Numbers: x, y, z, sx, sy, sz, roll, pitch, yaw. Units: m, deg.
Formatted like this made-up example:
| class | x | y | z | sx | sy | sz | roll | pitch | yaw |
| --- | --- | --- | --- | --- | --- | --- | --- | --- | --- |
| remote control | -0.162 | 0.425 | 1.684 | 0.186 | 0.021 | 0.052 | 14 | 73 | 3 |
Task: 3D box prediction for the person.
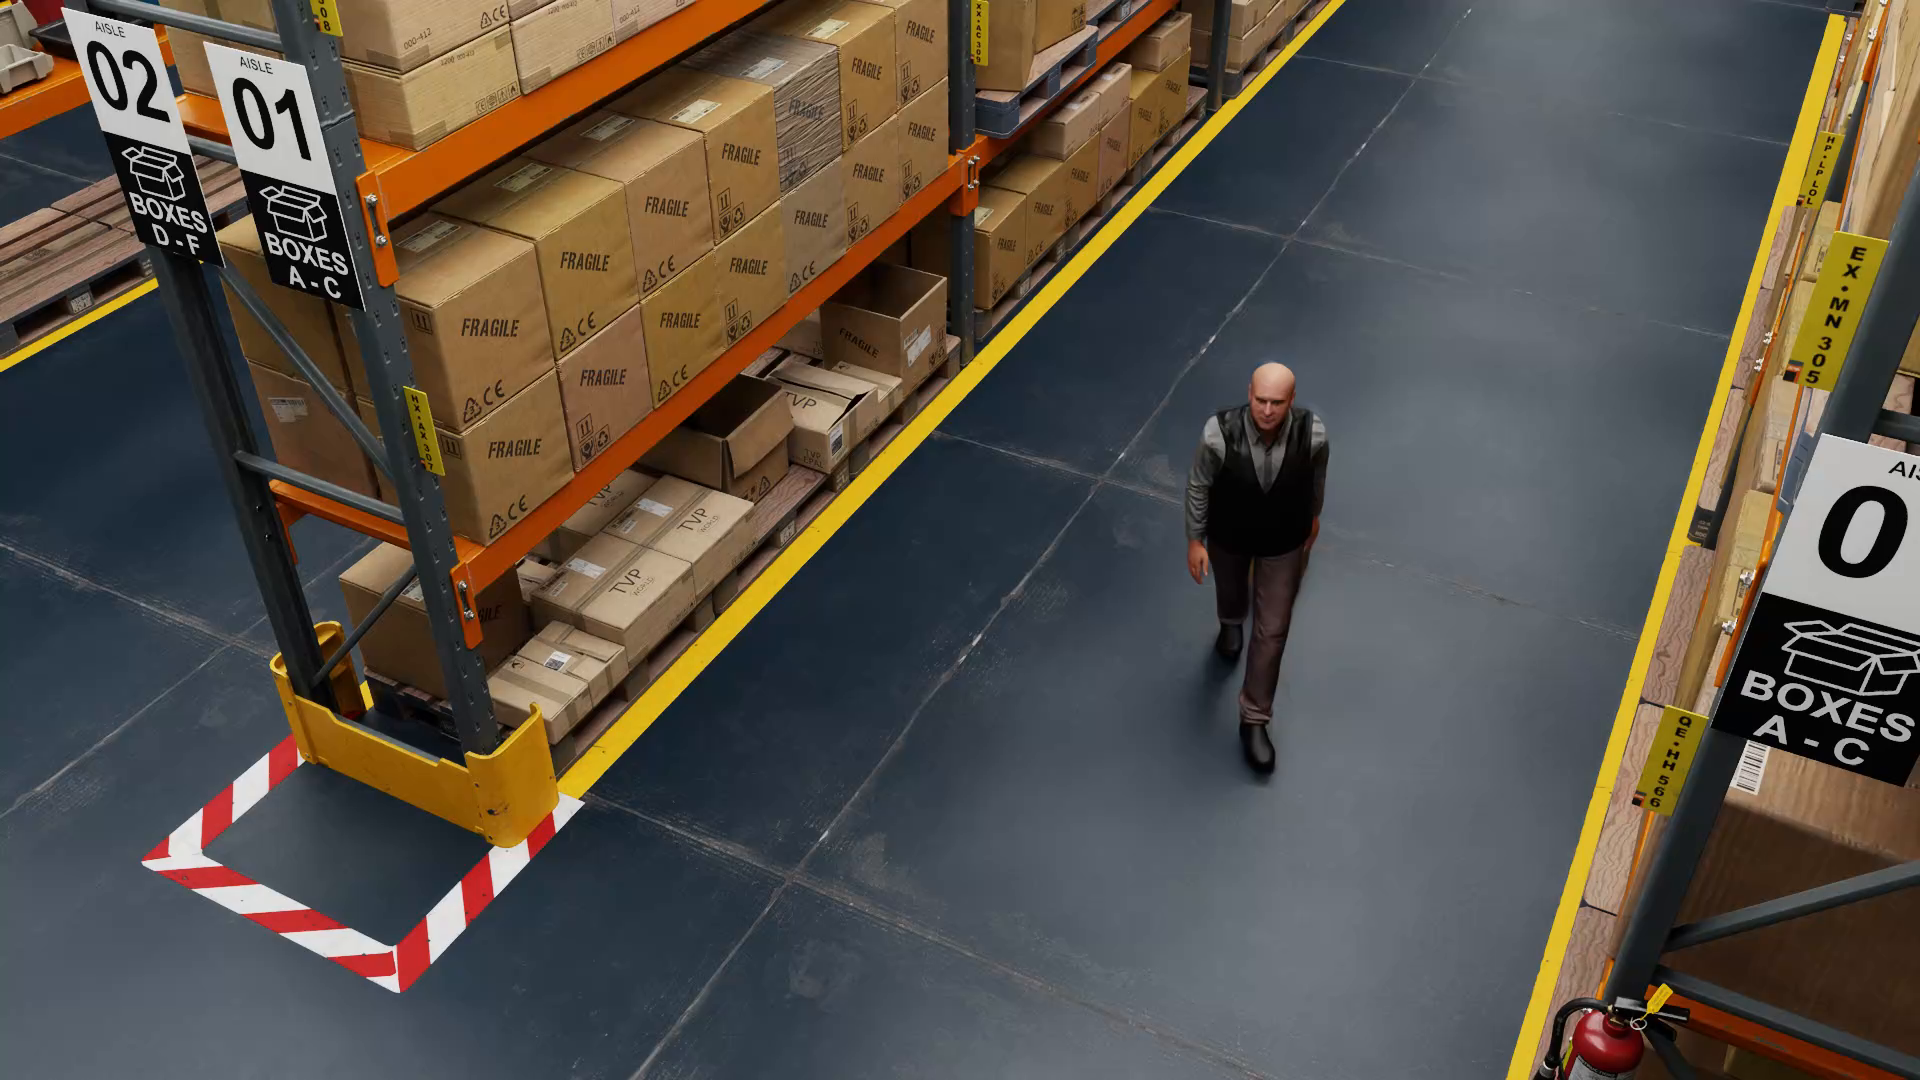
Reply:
| class | x | y | z | sx | sy | sz | roll | pitch | yaw |
| --- | --- | --- | --- | --- | --- | --- | --- | --- | --- |
| person | 1.179 | -0.005 | 6.762 | 0.563 | 1.655 | 0.996 | 7 | 38 | 9 |
